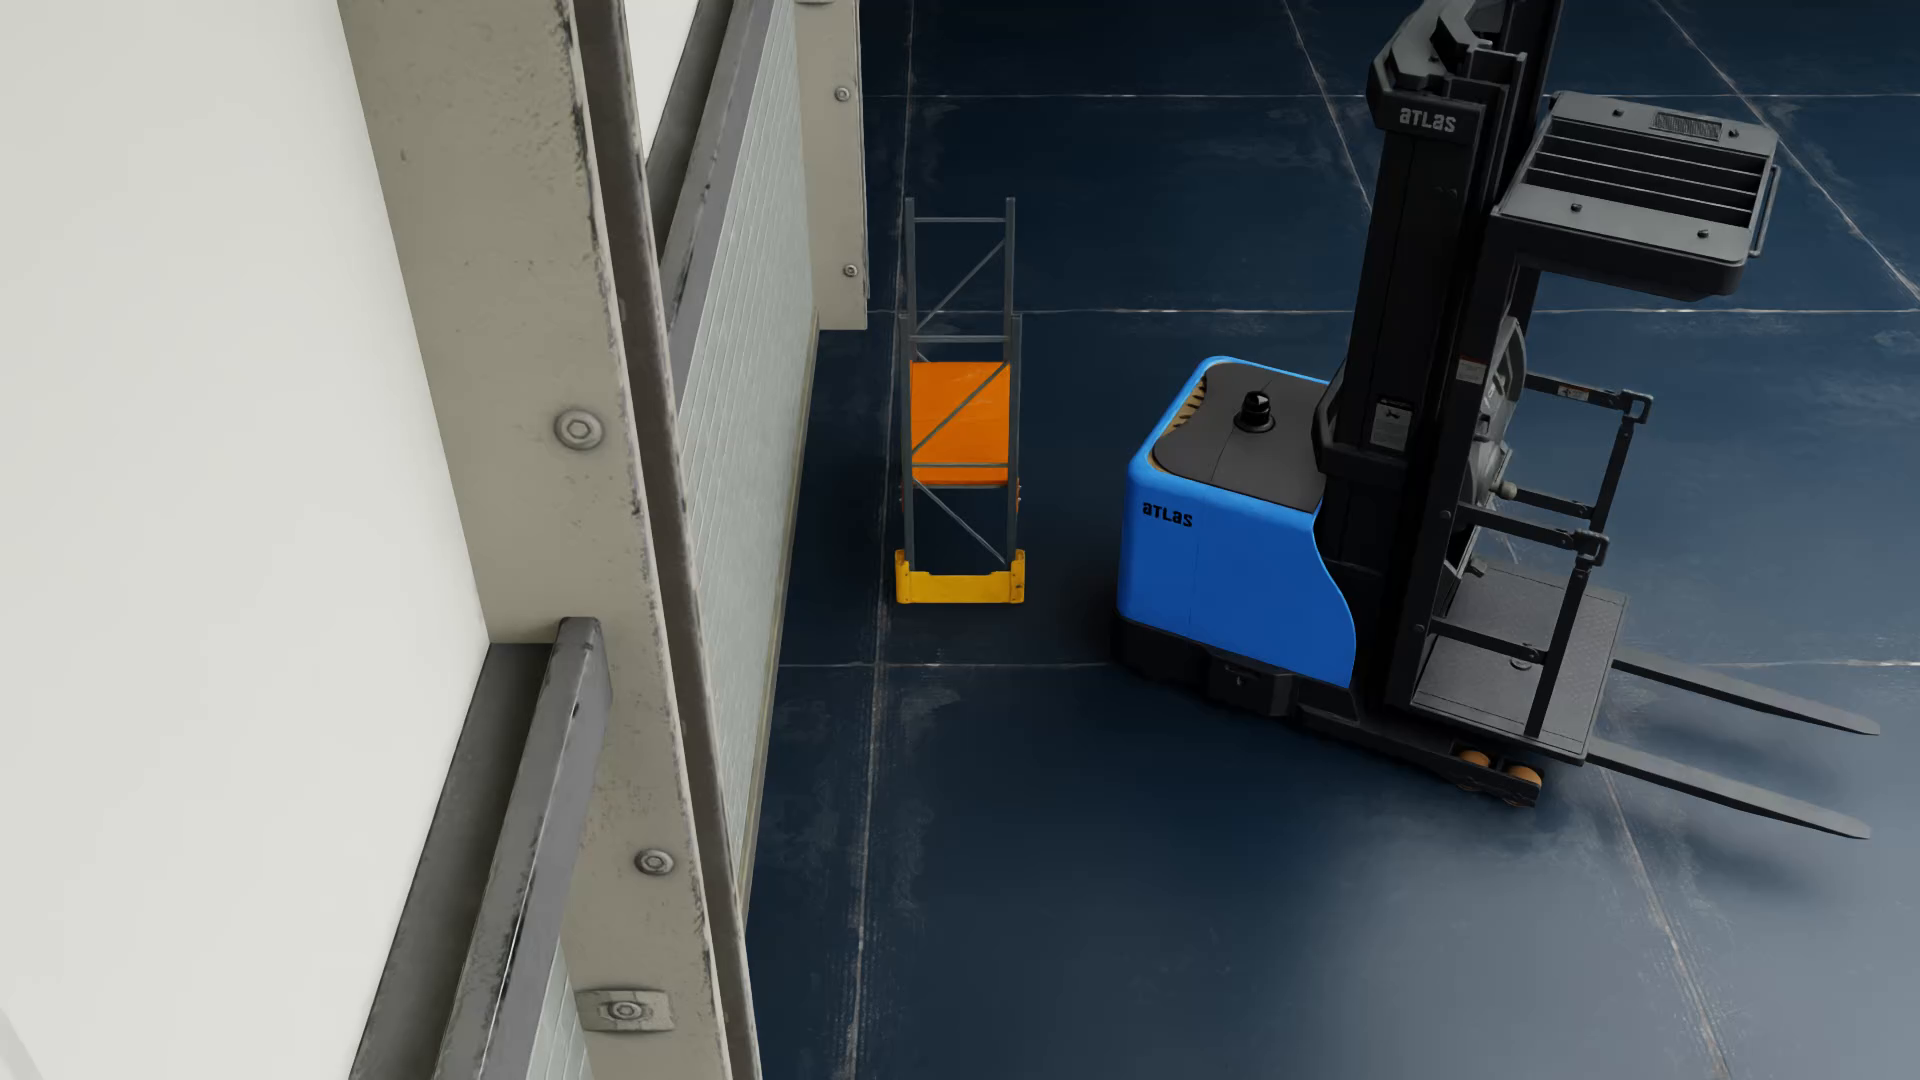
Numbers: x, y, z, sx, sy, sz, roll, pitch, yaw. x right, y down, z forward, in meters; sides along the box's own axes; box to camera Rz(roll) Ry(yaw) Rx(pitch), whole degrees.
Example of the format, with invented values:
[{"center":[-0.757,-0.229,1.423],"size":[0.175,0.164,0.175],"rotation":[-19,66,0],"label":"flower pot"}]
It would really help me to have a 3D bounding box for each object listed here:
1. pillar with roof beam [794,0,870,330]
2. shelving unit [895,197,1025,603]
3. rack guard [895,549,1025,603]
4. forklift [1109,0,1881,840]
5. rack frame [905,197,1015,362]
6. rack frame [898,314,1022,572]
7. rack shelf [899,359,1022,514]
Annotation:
[{"center":[3.619,-4.841,6.840],"size":[9.100,9.000,0.400],"rotation":[0,39,0],"label":"pillar with roof beam"},{"center":[0.000,-0.633,7.586],"size":[0.587,1.500,1.083],"rotation":[0,39,0],"label":"shelving unit"},{"center":[0.000,0.166,7.588],"size":[0.587,0.250,0.087],"rotation":[0,39,0],"label":"rack guard"},{"center":[2.208,-0.457,6.222],"size":[3.031,2.935,1.130],"rotation":[17,42,20],"label":"forklift"},{"center":[-0.001,-0.956,7.990],"size":[0.500,1.500,0.032],"rotation":[0,39,0],"label":"rack frame"},{"center":[0.000,-0.321,7.196],"size":[0.500,1.500,0.032],"rotation":[0,39,0],"label":"rack frame"},{"center":[0.000,-0.498,7.706],"size":[0.538,0.185,1.000],"rotation":[0,39,0],"label":"rack shelf"}]
